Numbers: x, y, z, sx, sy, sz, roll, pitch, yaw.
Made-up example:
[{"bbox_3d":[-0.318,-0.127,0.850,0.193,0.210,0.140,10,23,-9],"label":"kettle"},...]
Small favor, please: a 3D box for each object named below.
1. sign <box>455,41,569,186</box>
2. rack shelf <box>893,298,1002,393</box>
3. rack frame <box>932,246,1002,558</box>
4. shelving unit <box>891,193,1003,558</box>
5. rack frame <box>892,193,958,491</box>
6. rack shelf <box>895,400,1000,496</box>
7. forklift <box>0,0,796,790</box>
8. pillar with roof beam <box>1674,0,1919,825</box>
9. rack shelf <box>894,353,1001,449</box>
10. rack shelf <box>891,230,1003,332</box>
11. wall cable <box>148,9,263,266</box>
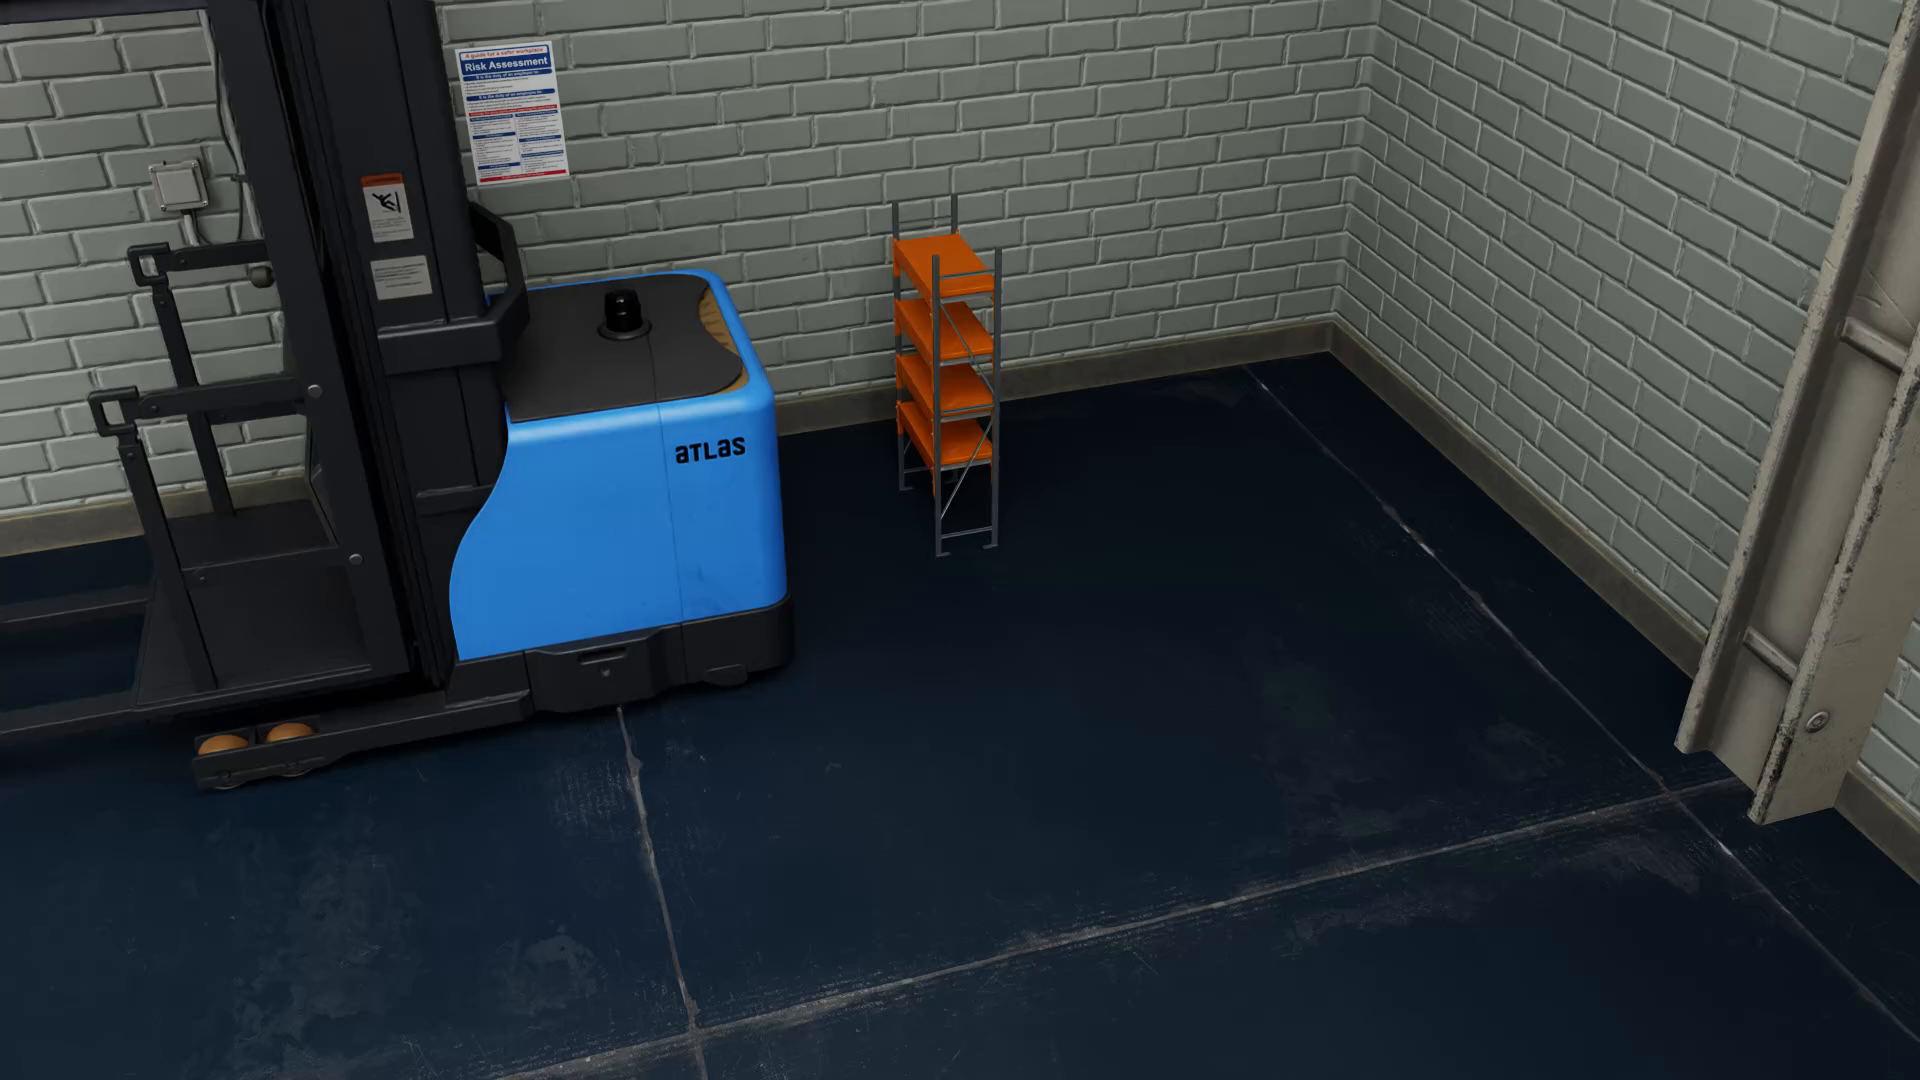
[{"bbox_3d":[-1.584,-1.511,5.902,0.329,0.494,0.001,-10,35,-15],"label":"sign"},{"bbox_3d":[-0.051,-0.718,5.965,0.258,0.148,0.480,-10,35,-15],"label":"rack shelf"},{"bbox_3d":[0.024,-0.459,5.857,0.240,1.200,0.015,-10,35,-15],"label":"rack frame"},{"bbox_3d":[-0.051,-0.588,6.051,0.258,1.200,0.503,-10,35,-15],"label":"shelving unit"},{"bbox_3d":[-0.125,-0.716,6.245,0.240,1.200,0.015,-10,35,-15],"label":"rack frame"},{"bbox_3d":[-0.051,-0.366,6.197,0.258,0.148,0.480,-10,35,-15],"label":"rack shelf"},{"bbox_3d":[-2.125,-0.786,4.781,3.031,2.935,1.130,-10,35,-14],"label":"forklift"},{"bbox_3d":[-1.632,-2.308,1.581,9.100,9.000,0.400,-10,35,-15],"label":"pillar with roof beam"},{"bbox_3d":[-0.051,-0.531,6.088,0.258,0.148,0.480,-10,35,-15],"label":"rack shelf"},{"bbox_3d":[-0.051,-0.915,5.834,0.258,0.148,0.480,-10,35,-15],"label":"rack shelf"},{"bbox_3d":[-2.689,-1.751,5.257,0.588,1.984,0.122,-10,35,-15],"label":"wall cable"}]
